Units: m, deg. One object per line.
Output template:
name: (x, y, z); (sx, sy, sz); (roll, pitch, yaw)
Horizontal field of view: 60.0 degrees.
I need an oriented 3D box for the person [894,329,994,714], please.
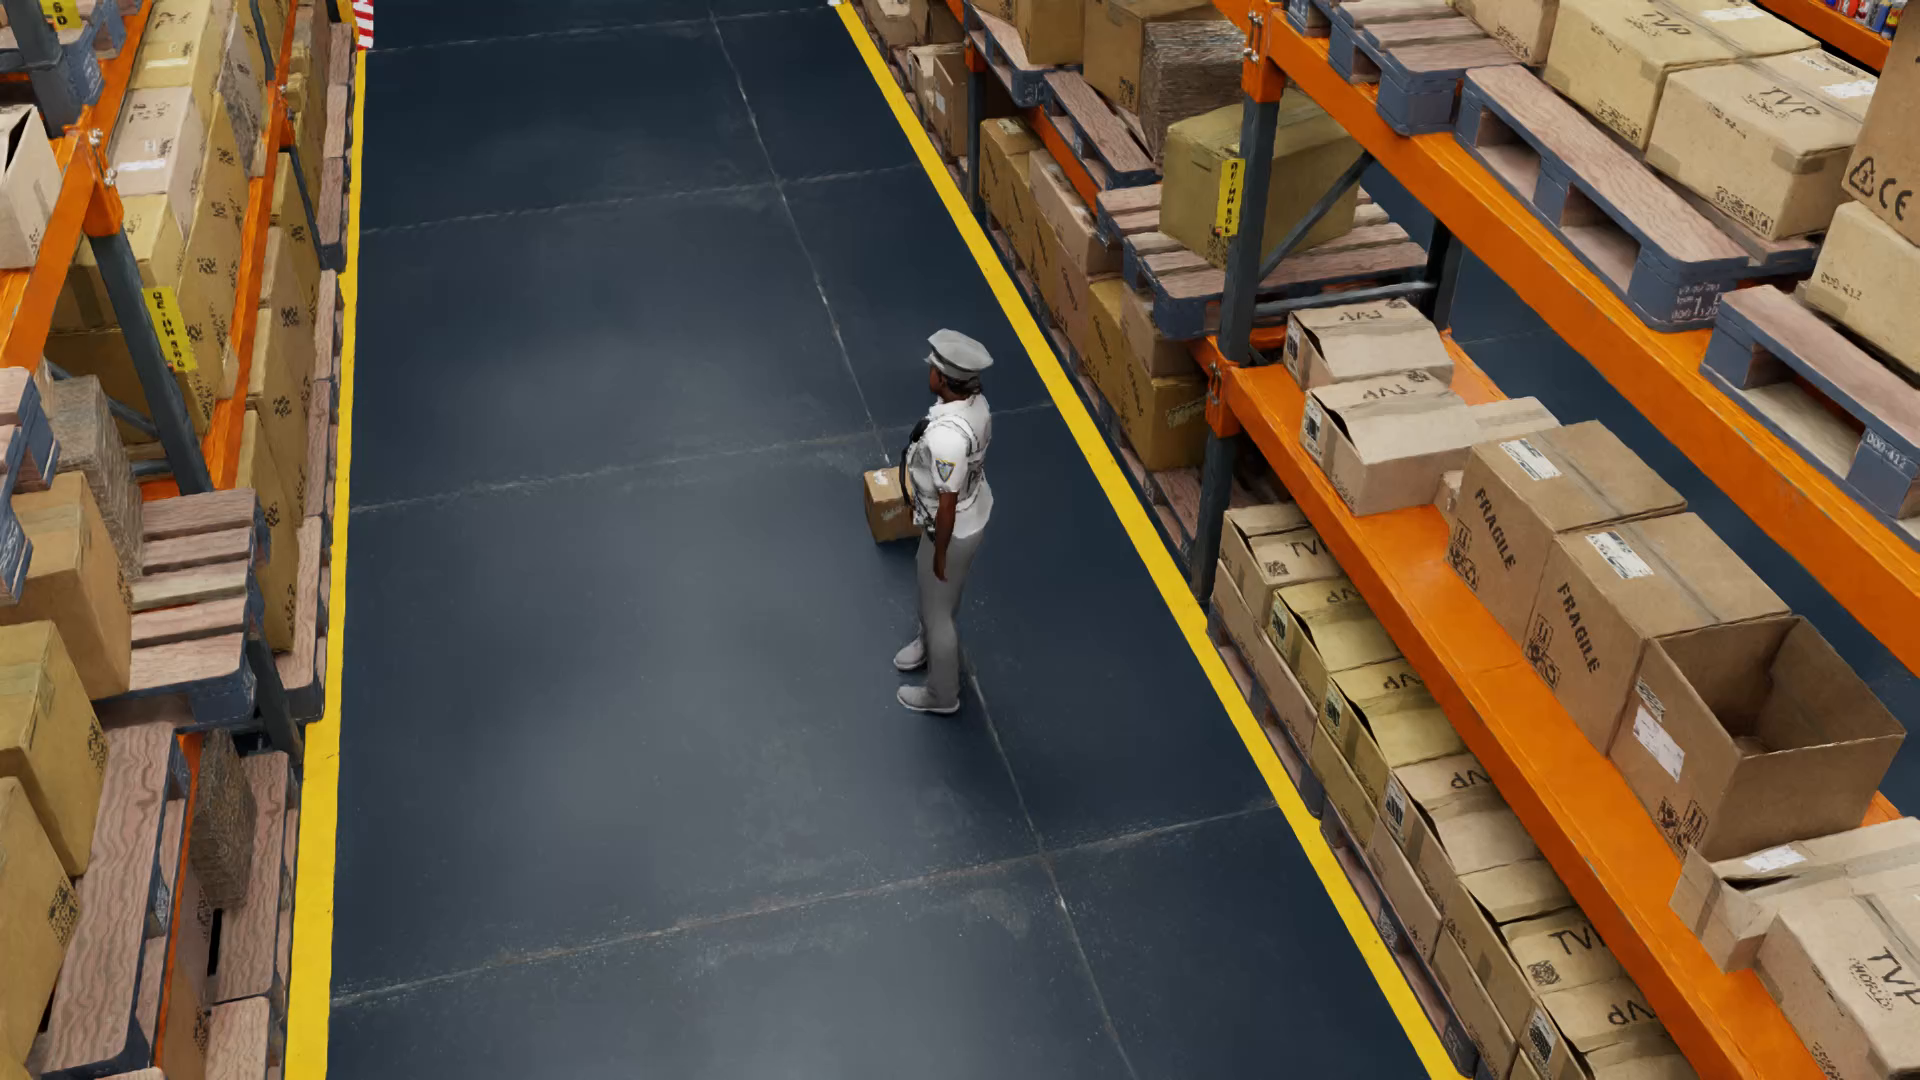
person: (-0.086, -0.064, 6.791); (0.423, 1.680, 0.541); (8, 39, 10)
